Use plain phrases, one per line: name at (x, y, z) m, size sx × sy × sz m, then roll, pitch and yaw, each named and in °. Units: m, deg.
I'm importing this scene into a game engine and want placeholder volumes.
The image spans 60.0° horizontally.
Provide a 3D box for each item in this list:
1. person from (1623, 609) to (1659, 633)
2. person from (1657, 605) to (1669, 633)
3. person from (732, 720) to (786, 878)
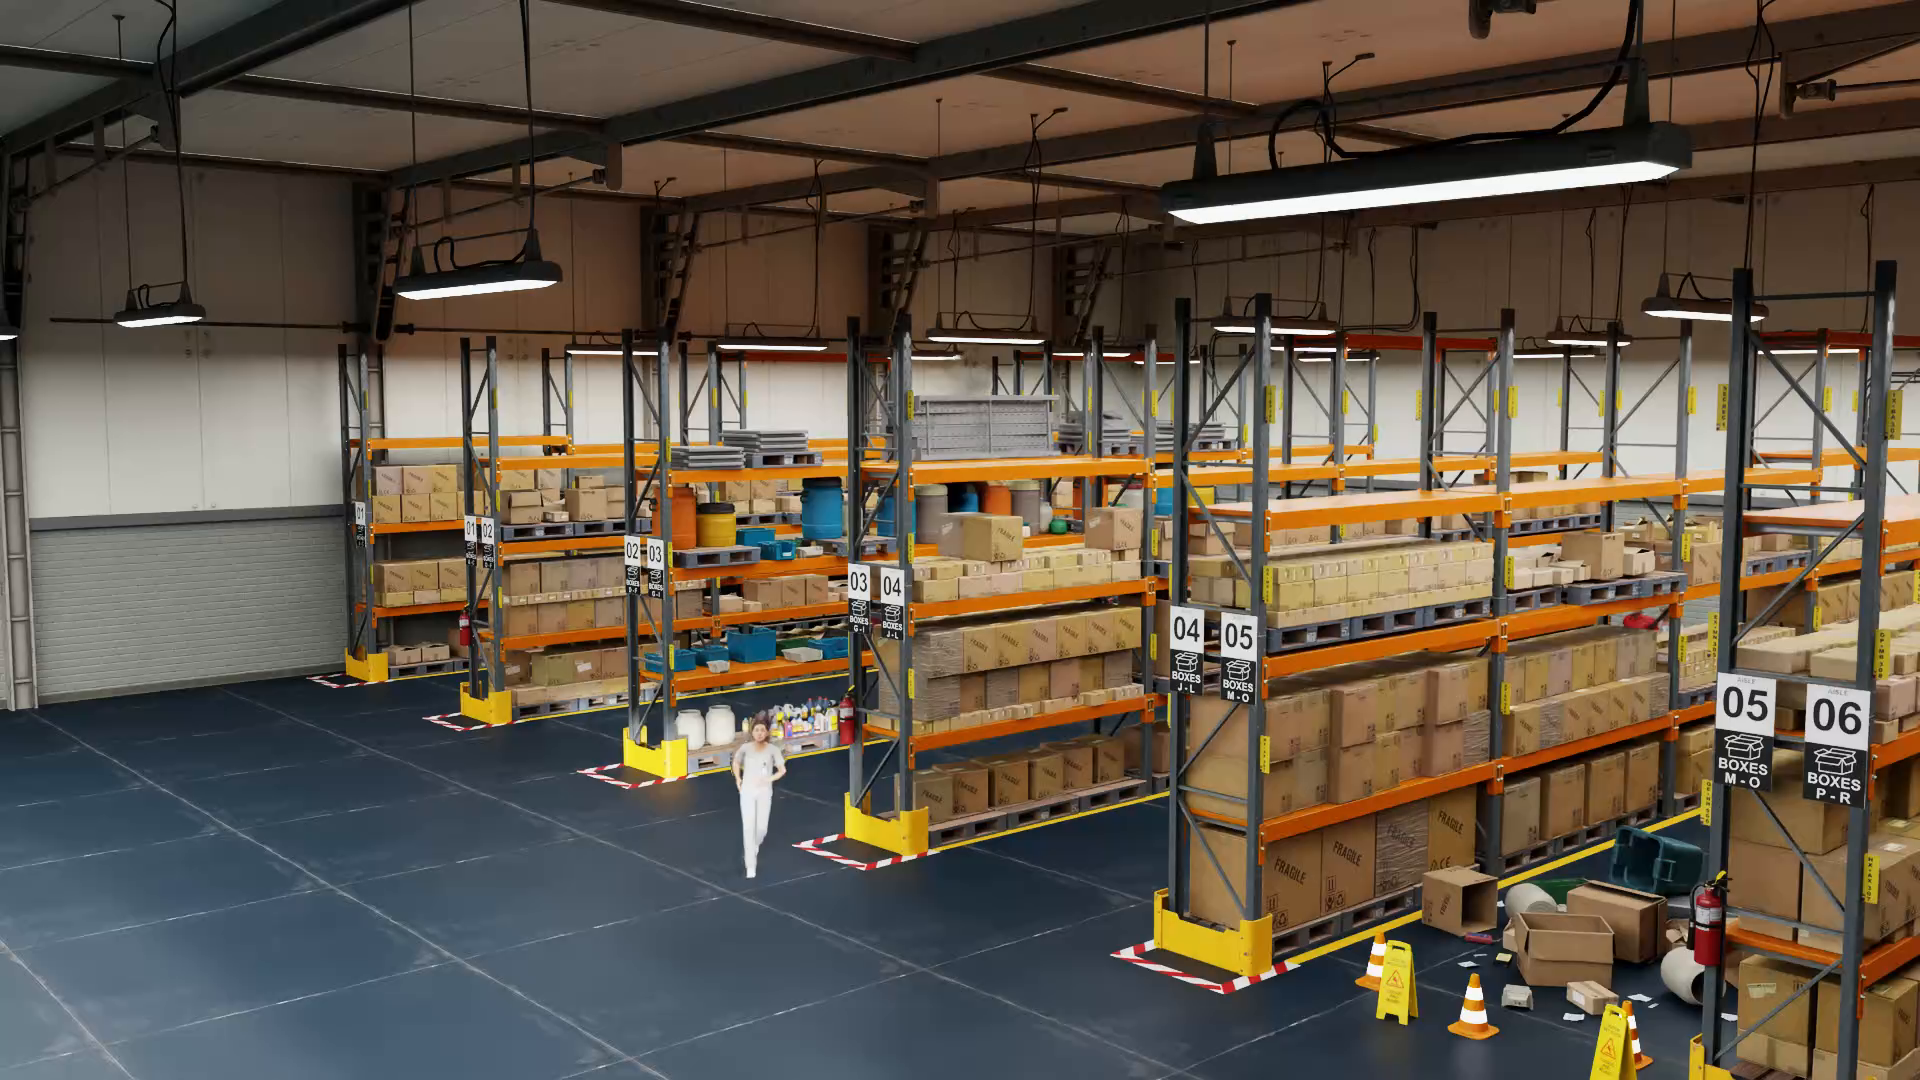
person at (11.098, 1.889, 27.215) m, size 0.643 × 1.778 × 0.798 m, roll 5°, pitch 7°, yaw 43°
person at (11.872, 1.864, 27.961) m, size 0.559 × 1.557 × 0.634 m, roll 3°, pitch 6°, yaw 30°
person at (-2.176, 2.759, 18.023) m, size 0.584 × 1.658 × 0.792 m, roll 0°, pitch 5°, yaw -4°
